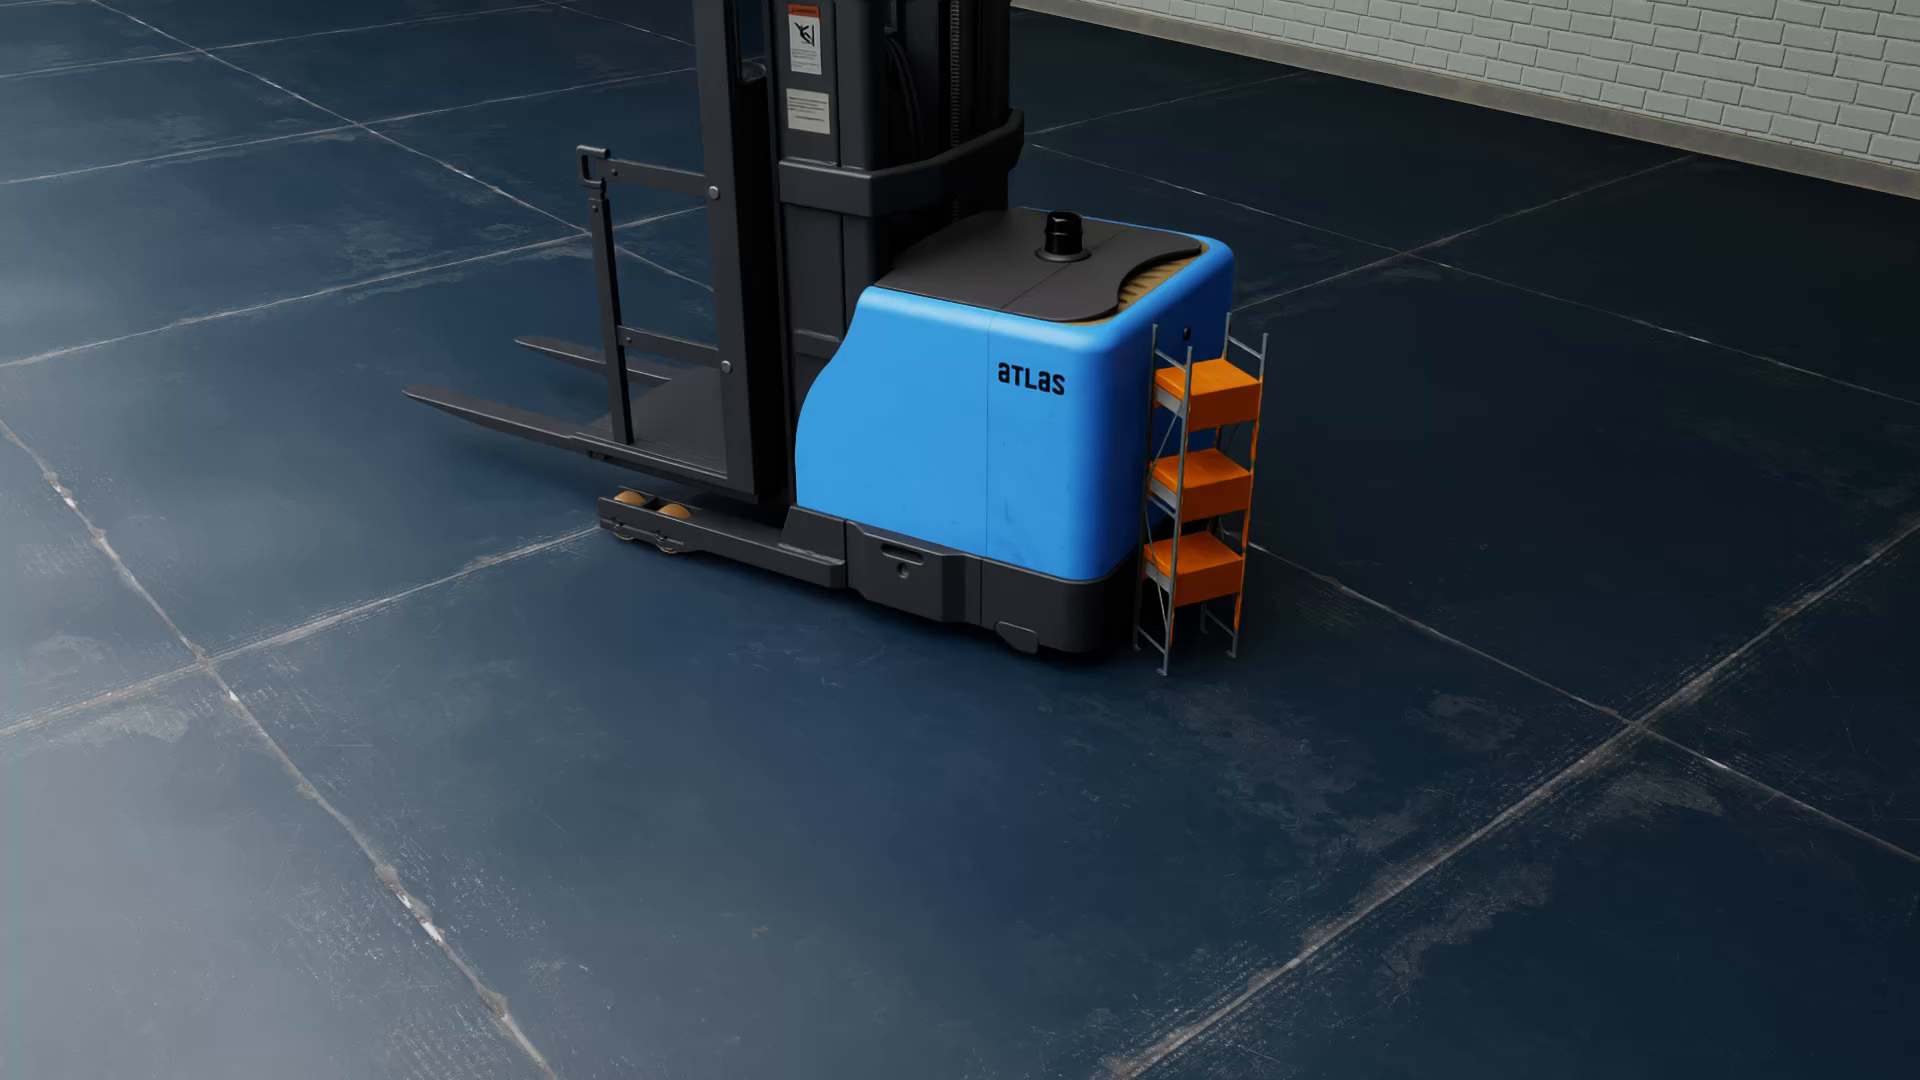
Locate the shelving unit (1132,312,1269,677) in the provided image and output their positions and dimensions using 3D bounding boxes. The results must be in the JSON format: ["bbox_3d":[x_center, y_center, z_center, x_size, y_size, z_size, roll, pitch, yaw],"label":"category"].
[{"bbox_3d":[0.691,-0.121,4.859,0.252,1.050,0.215,-12,30,-22],"label":"shelving unit"}]

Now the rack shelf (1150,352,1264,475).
[{"bbox_3d":[0.693,-0.362,4.731,0.240,0.259,0.215,-12,30,-22],"label":"rack shelf"}]

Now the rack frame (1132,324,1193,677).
[{"bbox_3d":[0.581,-0.097,4.812,0.008,1.050,0.200,-12,30,-22],"label":"rack frame"}]

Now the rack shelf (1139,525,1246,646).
[{"bbox_3d":[0.689,0.134,4.994,0.240,0.259,0.215,-12,30,-22],"label":"rack shelf"}]

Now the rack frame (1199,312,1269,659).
[{"bbox_3d":[0.802,-0.144,4.905,0.008,1.050,0.200,-12,30,-22],"label":"rack frame"}]

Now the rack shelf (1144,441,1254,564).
[{"bbox_3d":[0.691,-0.111,4.864,0.240,0.259,0.215,-12,30,-22],"label":"rack shelf"}]

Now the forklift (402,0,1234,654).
[{"bbox_3d":[-0.655,-1.444,5.342,3.031,2.935,1.130,15,32,26],"label":"forklift"}]
